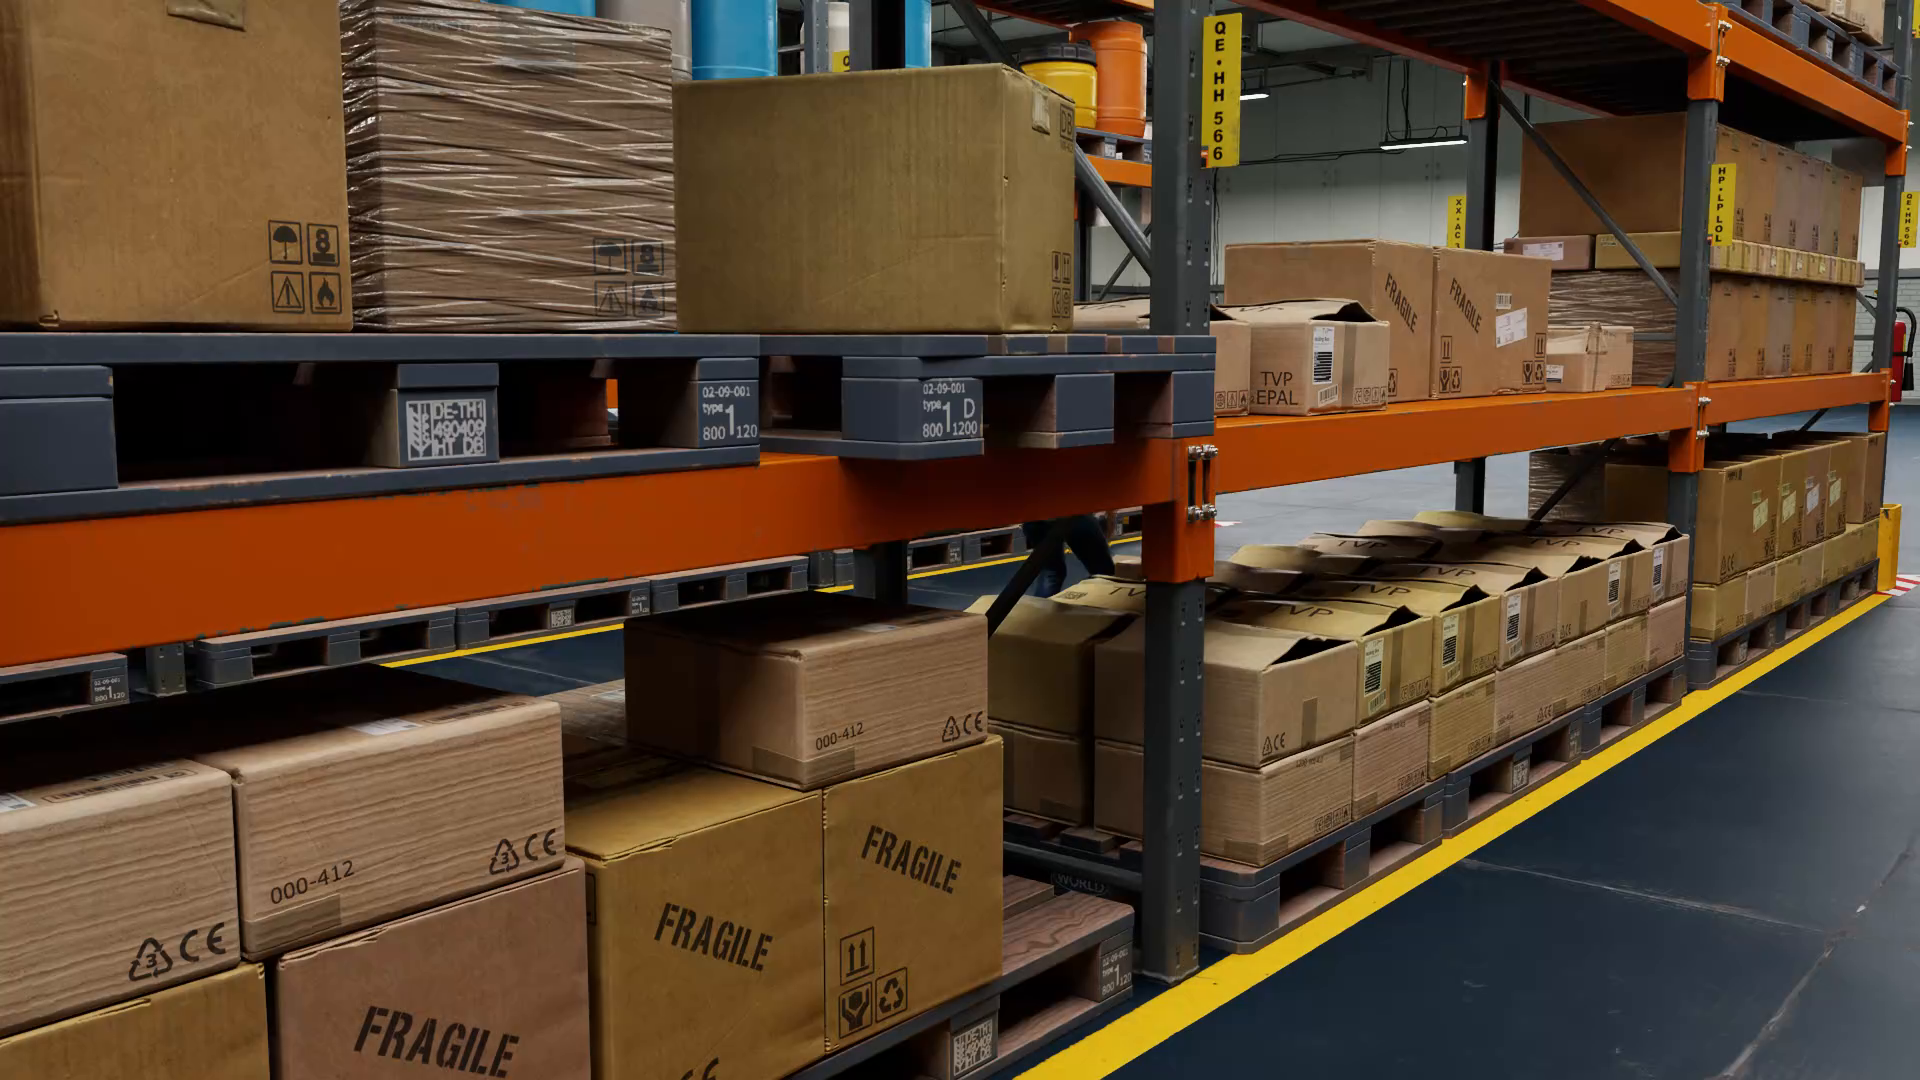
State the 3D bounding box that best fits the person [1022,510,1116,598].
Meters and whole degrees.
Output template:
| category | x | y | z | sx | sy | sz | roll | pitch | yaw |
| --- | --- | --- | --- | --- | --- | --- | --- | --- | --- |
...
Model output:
| category | x | y | z | sx | sy | sz | roll | pitch | yaw |
| --- | --- | --- | --- | --- | --- | --- | --- | --- | --- |
| person | 0.481 | -0.113 | 7.634 | 0.456 | 1.408 | 0.560 | 6 | 9 | 39 |
